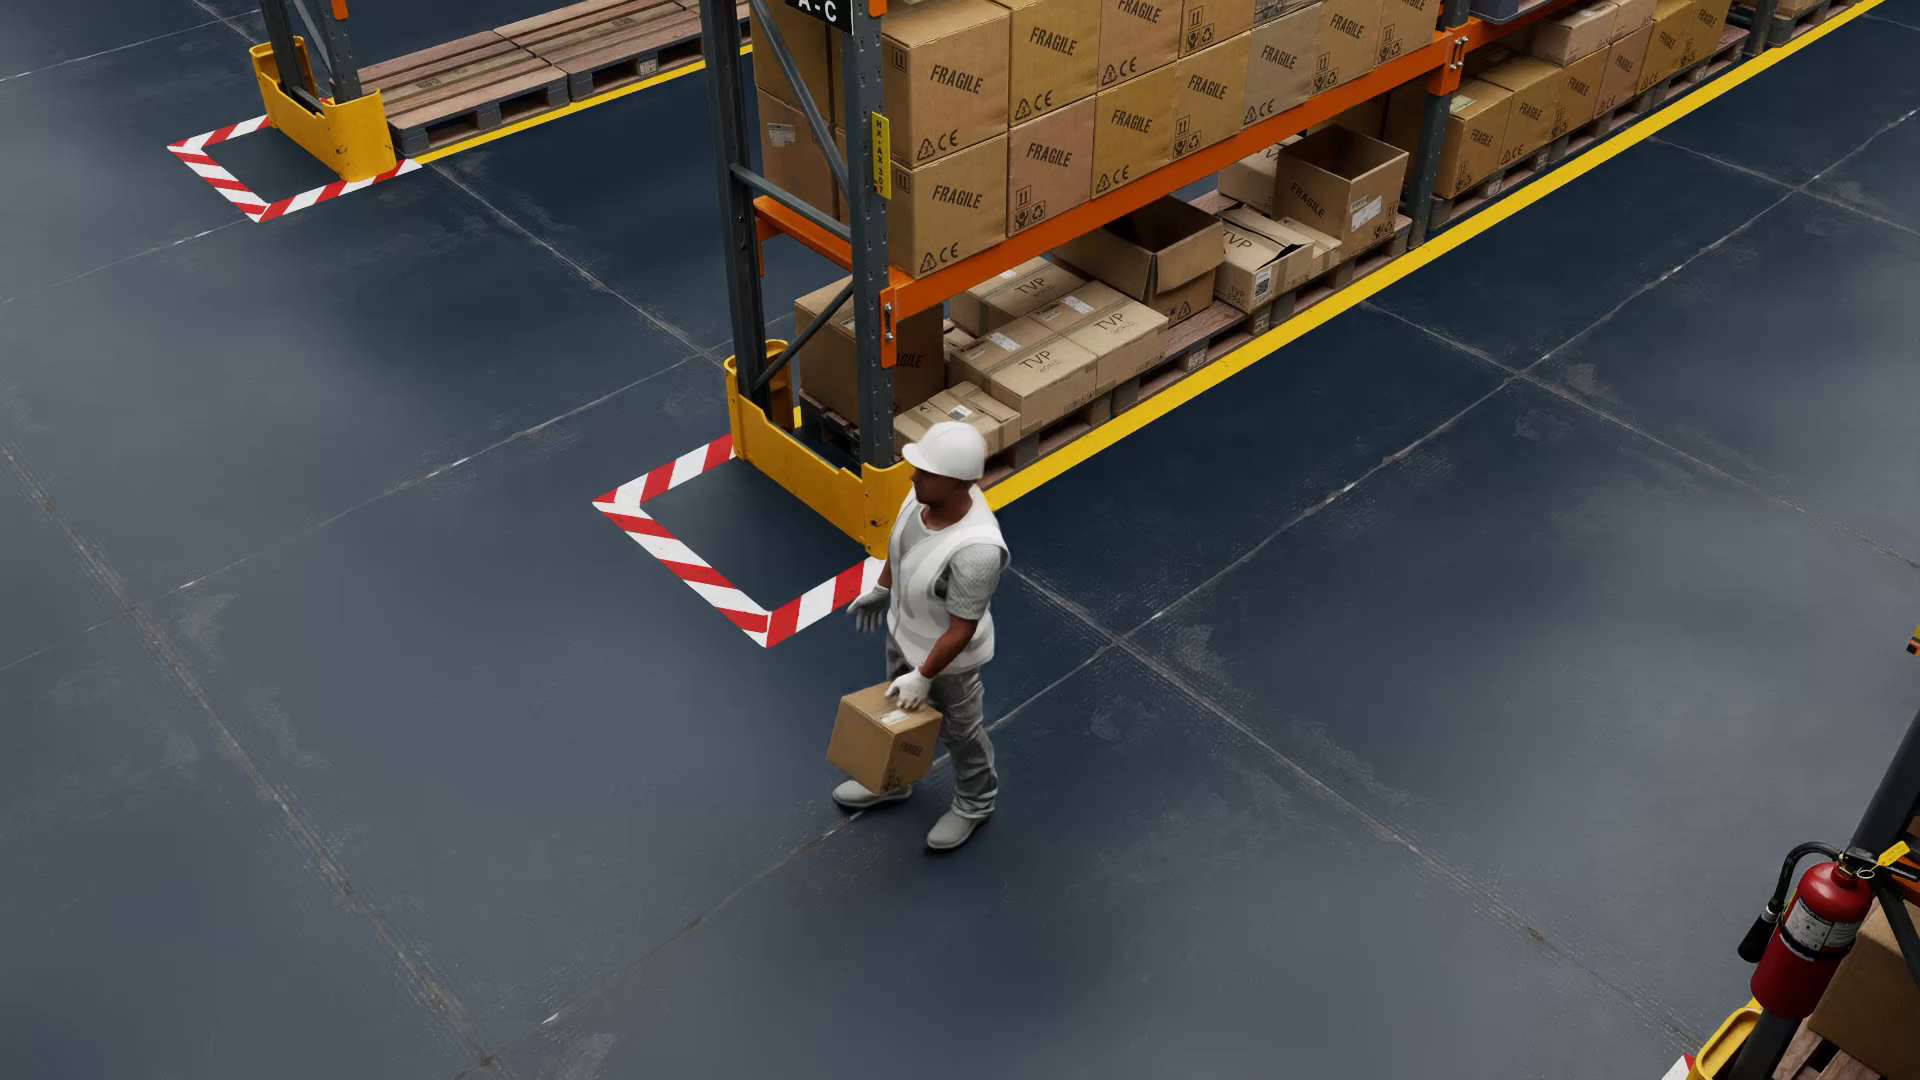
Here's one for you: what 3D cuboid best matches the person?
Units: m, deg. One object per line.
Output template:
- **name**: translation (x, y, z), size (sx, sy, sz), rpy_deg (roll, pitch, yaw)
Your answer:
- **person**: translation (-0.152, 0.361, 5.695), size (0.555, 1.789, 0.582), rpy_deg (-14, 42, -17)
